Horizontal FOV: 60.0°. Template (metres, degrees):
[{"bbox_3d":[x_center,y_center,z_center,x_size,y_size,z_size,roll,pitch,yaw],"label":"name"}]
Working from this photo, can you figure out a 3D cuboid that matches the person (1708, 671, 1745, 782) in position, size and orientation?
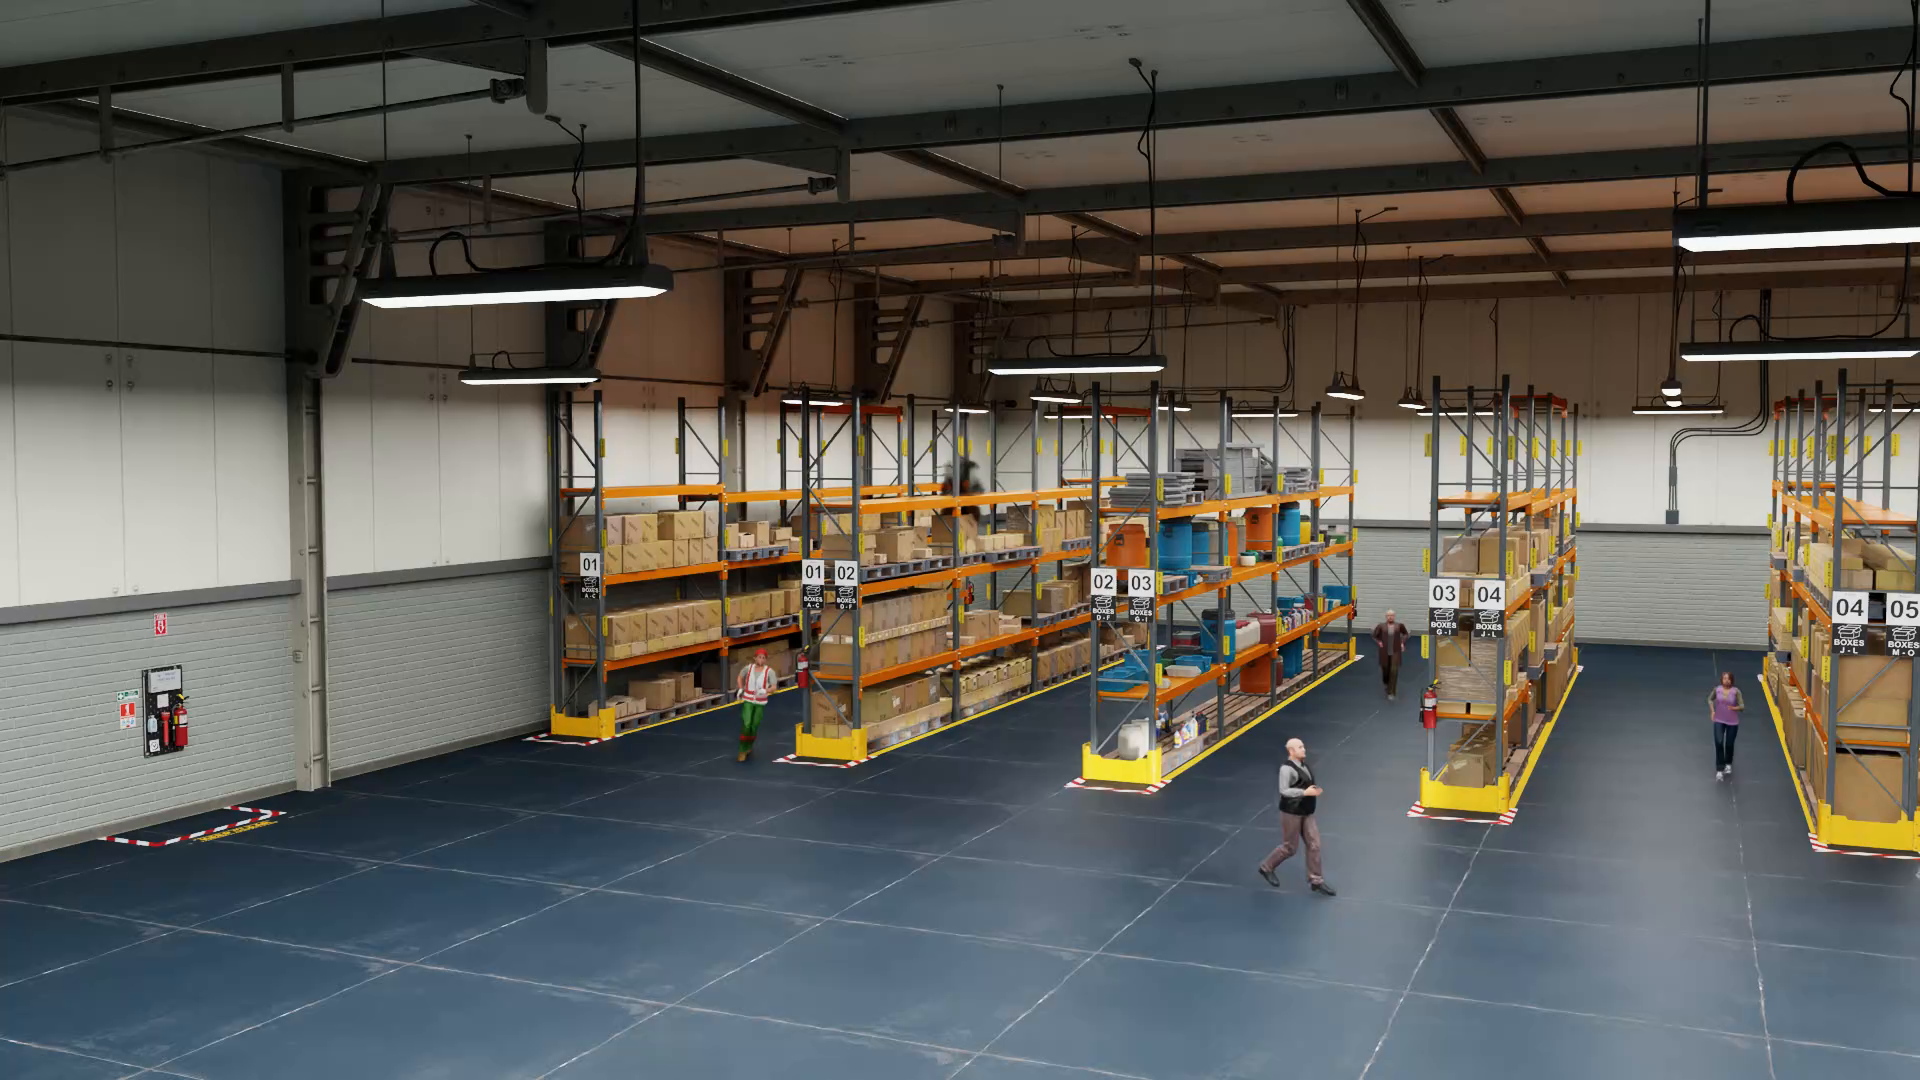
[{"bbox_3d":[11.594,2.803,25.180,0.521,1.637,0.698,2,4,26],"label":"person"}]

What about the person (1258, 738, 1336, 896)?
[{"bbox_3d":[3.781,3.079,18.626,0.906,1.715,0.661,3,4,41],"label":"person"}]

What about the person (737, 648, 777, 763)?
[{"bbox_3d":[-3.271,2.650,26.761,0.660,1.818,0.701,0,3,-9],"label":"person"}]

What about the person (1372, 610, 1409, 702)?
[{"bbox_3d":[8.591,2.288,33.214,0.708,1.784,0.971,1,3,13],"label":"person"}]
